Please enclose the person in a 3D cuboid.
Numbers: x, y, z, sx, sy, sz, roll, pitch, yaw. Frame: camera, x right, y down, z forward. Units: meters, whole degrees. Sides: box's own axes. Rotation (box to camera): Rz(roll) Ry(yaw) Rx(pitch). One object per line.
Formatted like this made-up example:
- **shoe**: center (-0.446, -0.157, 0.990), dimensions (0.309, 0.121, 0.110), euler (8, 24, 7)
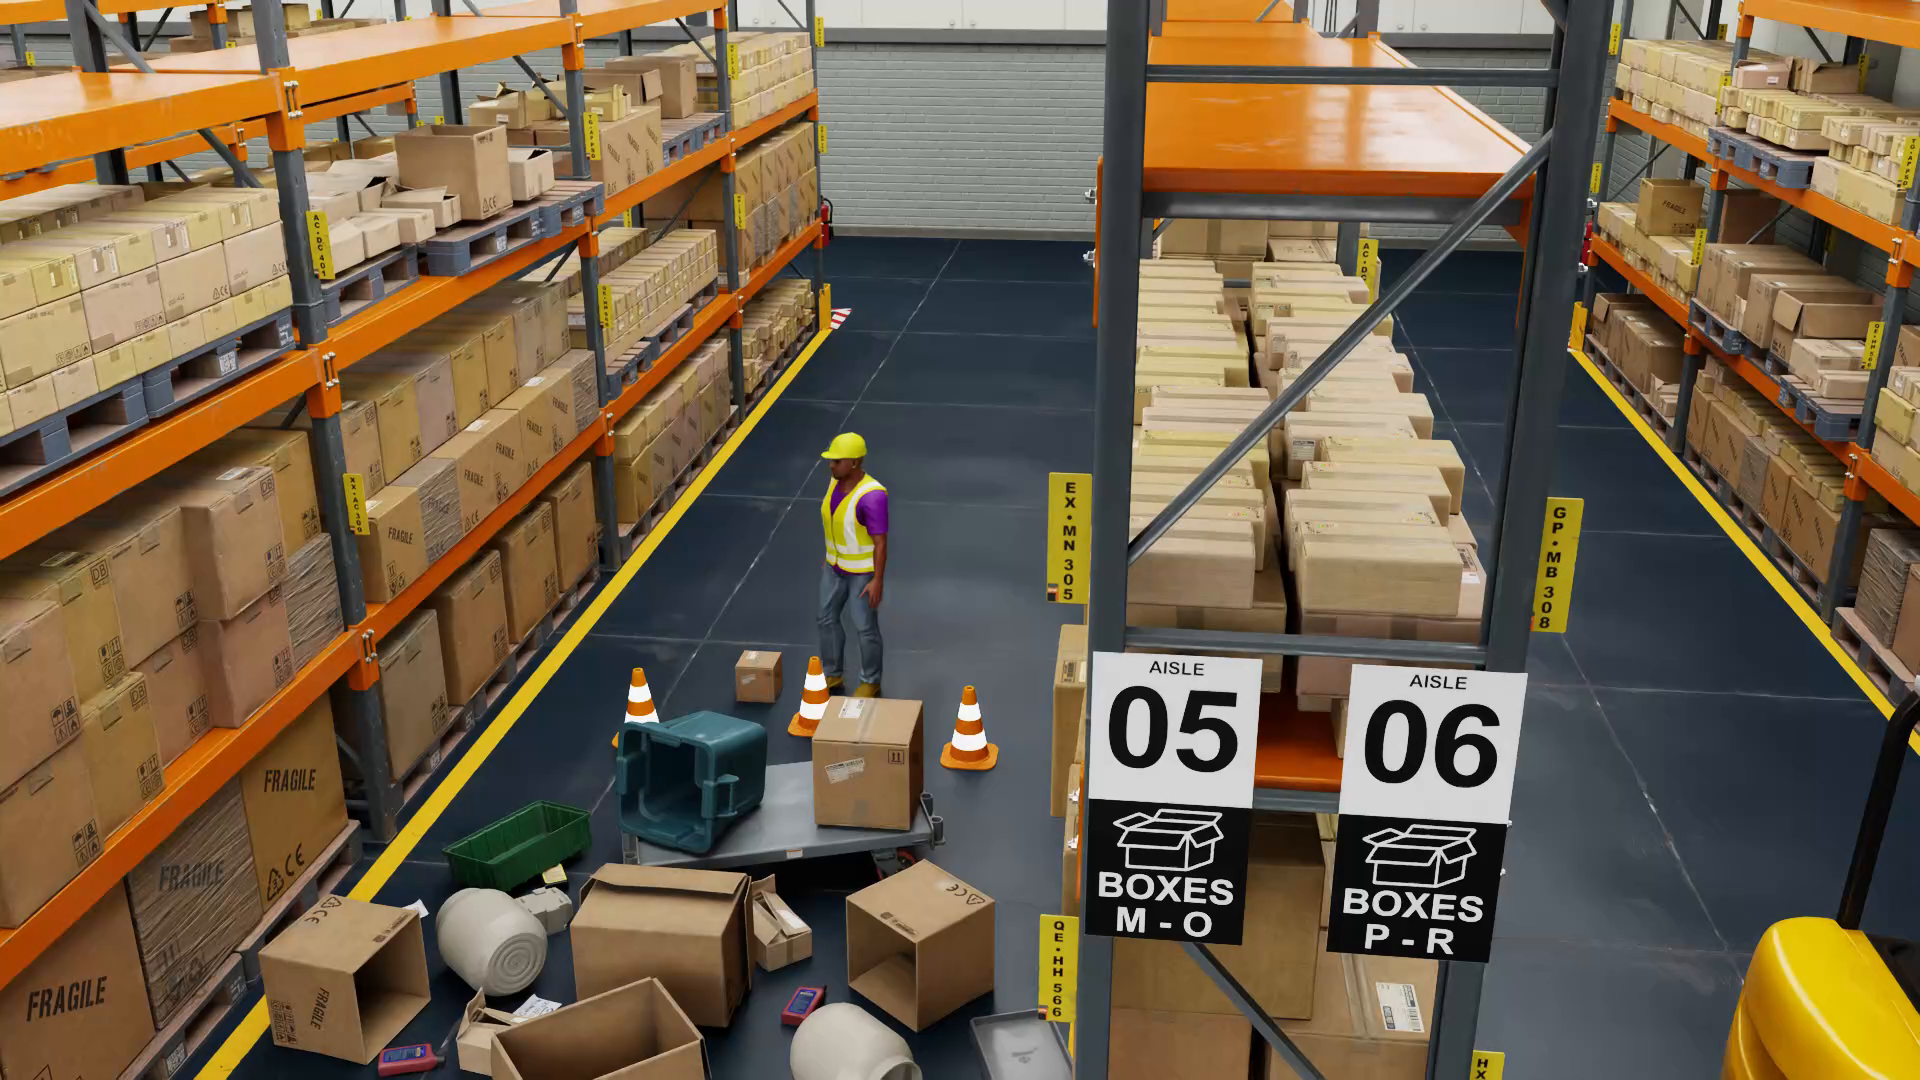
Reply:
- **person**: center (-0.716, 0.202, 10.569), dimensions (0.491, 1.802, 0.651), euler (-18, 27, -38)
